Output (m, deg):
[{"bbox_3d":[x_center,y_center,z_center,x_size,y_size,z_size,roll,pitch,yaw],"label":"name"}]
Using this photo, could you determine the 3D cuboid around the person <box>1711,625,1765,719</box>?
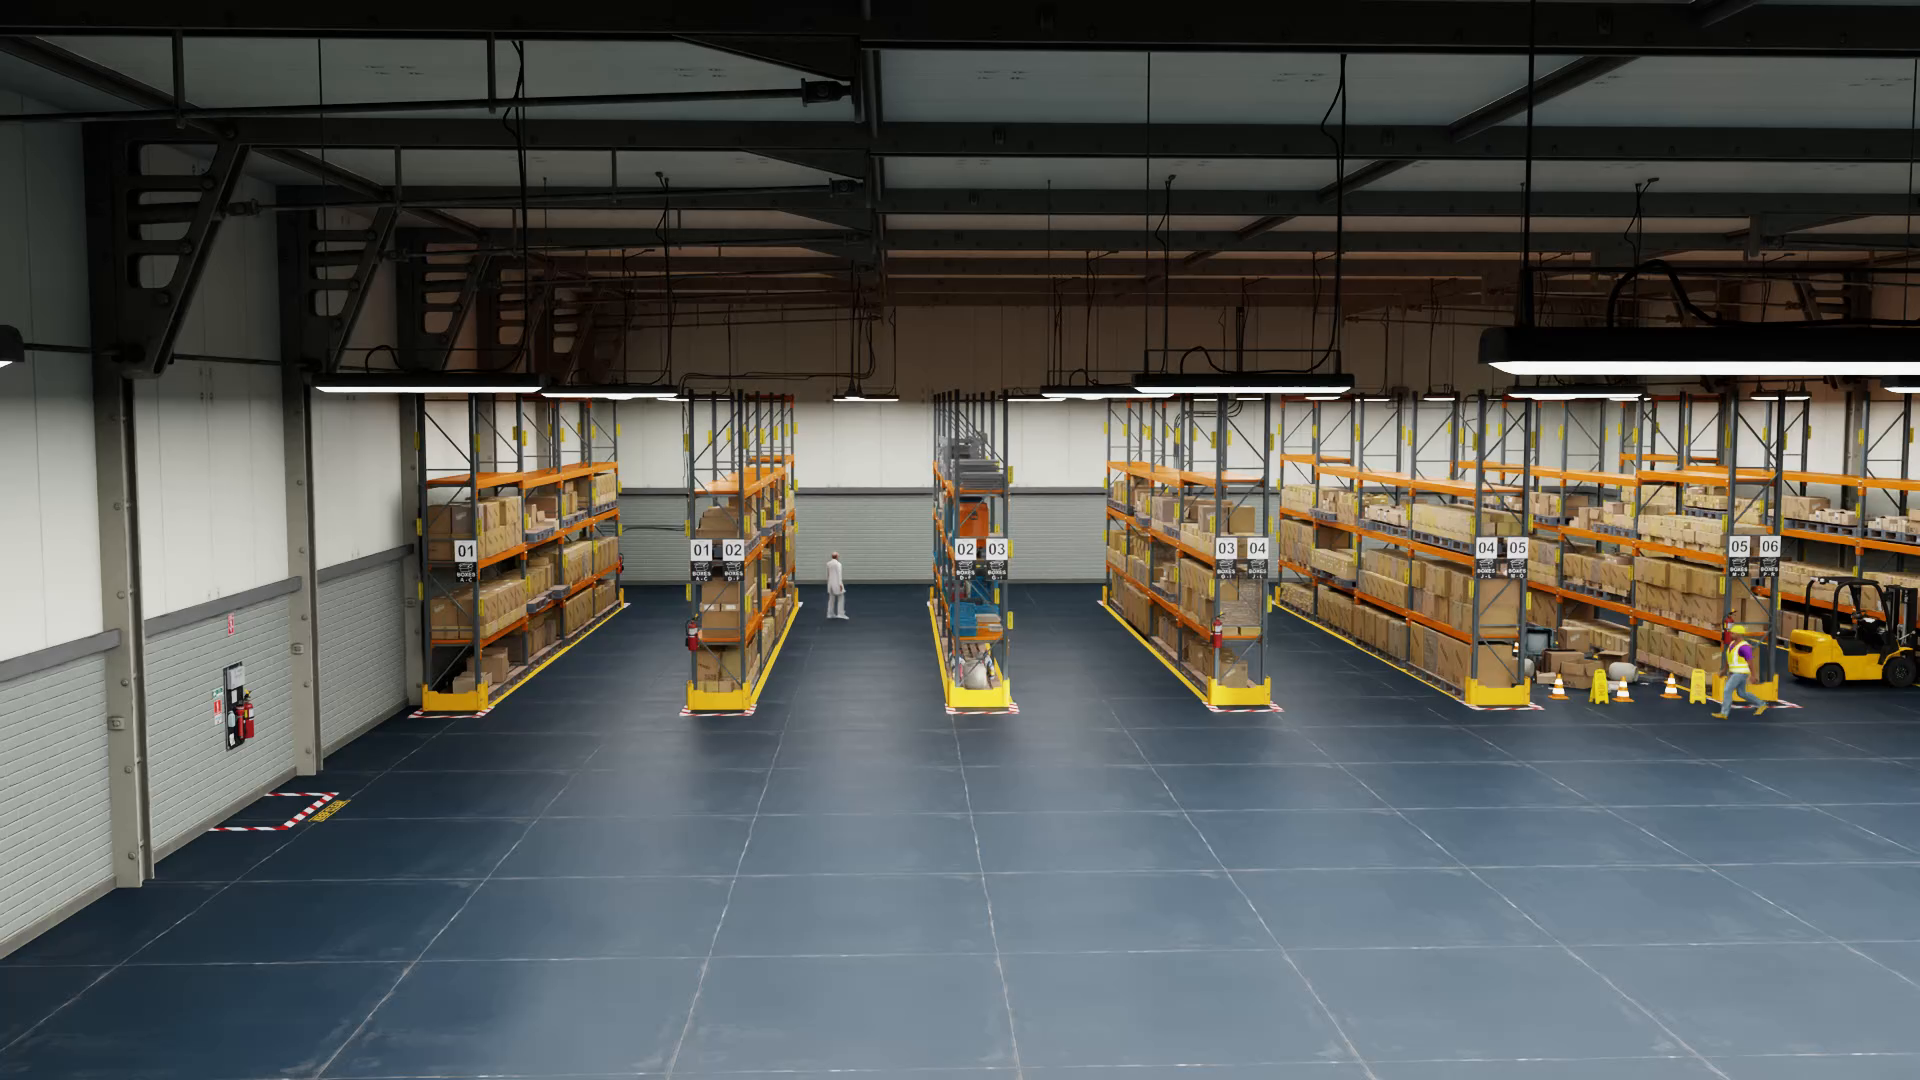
[{"bbox_3d":[14.175,2.401,30.240,1.026,1.716,0.618,0,5,4],"label":"person"}]

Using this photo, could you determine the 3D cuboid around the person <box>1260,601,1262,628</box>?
[{"bbox_3d":[7.574,1.429,42.369,0.531,1.683,0.406,-4,6,-37],"label":"person"}]

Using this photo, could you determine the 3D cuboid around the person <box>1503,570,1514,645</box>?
[{"bbox_3d":[13.074,1.618,39.683,0.608,1.789,0.432,-3,5,-31],"label":"person"}]

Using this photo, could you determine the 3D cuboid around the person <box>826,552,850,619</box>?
[{"bbox_3d":[-3.309,1.222,44.418,0.613,1.819,0.650,-4,6,-44],"label":"person"}]
